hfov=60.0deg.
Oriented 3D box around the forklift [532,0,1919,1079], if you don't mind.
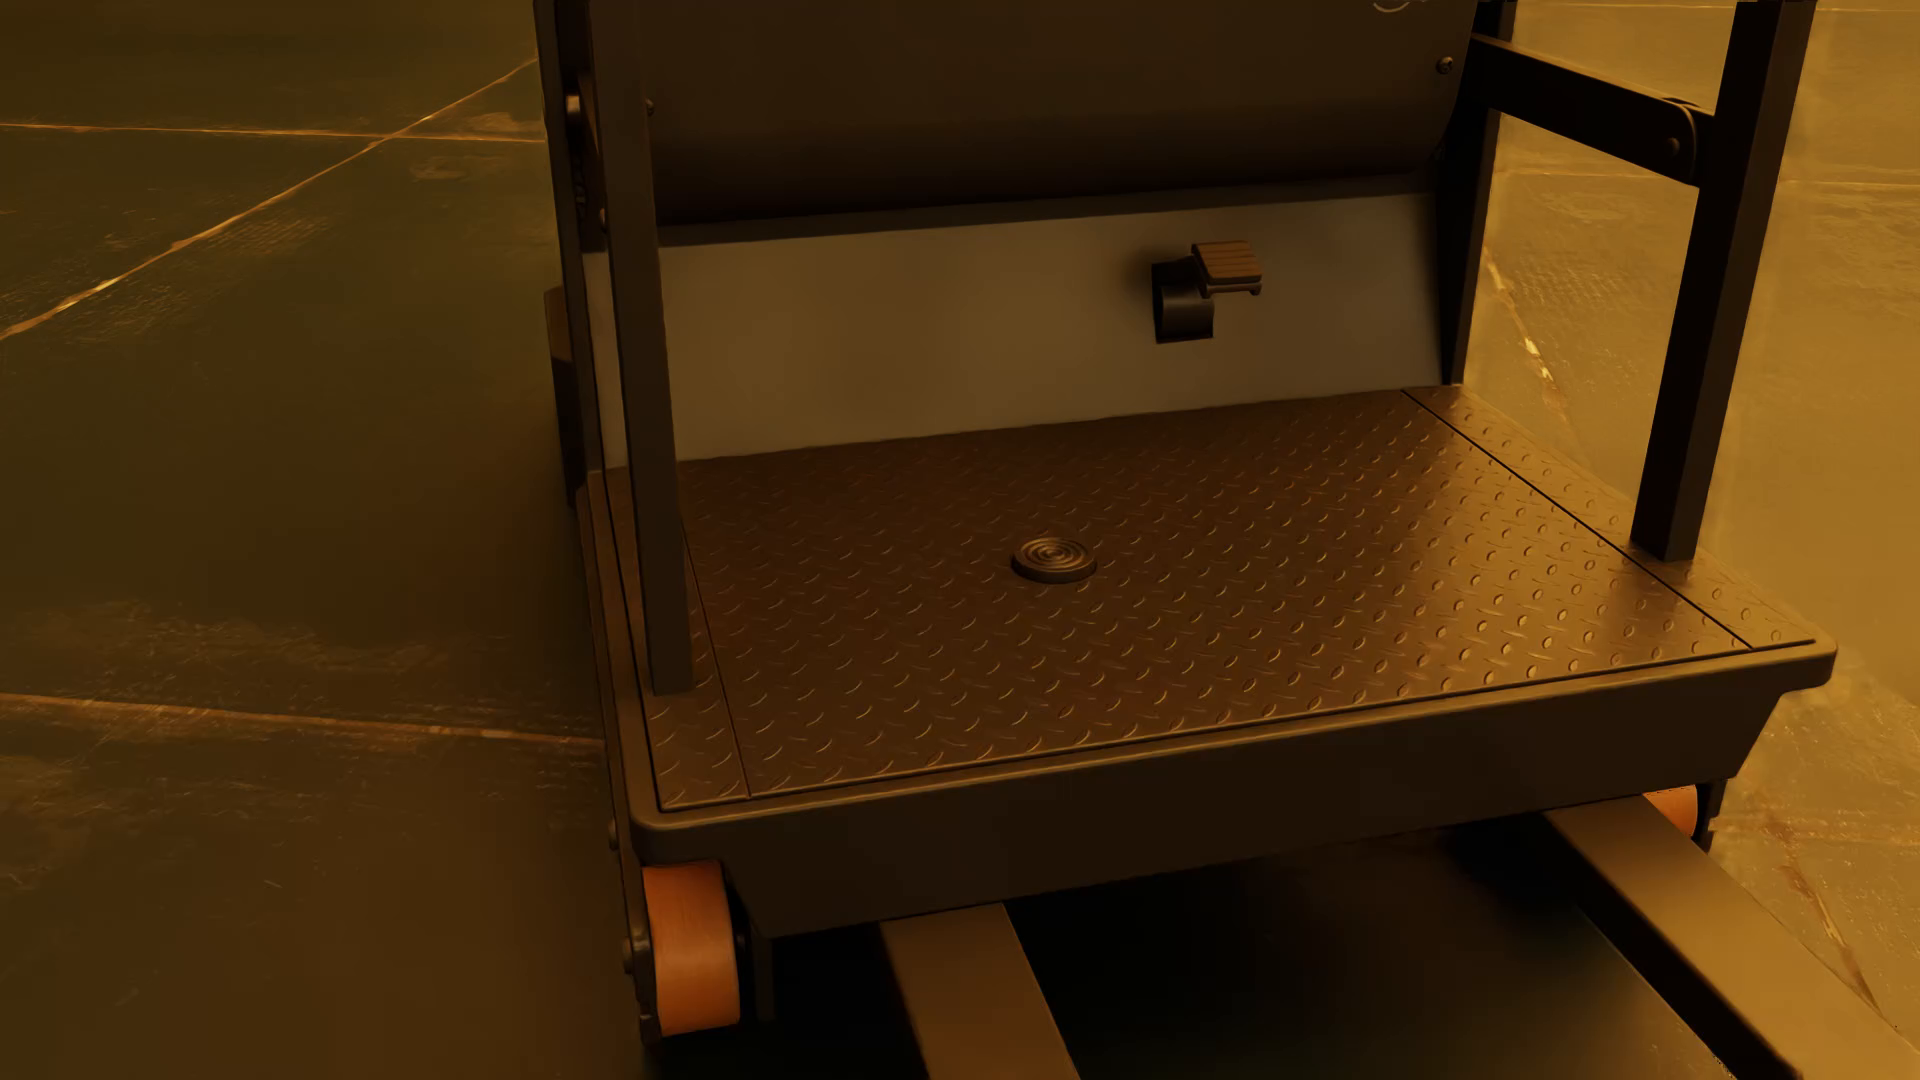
[{"bbox_3d":[0.159,-1.038,1.297,1.130,2.935,3.031,-7,27,-13],"label":"forklift"}]
